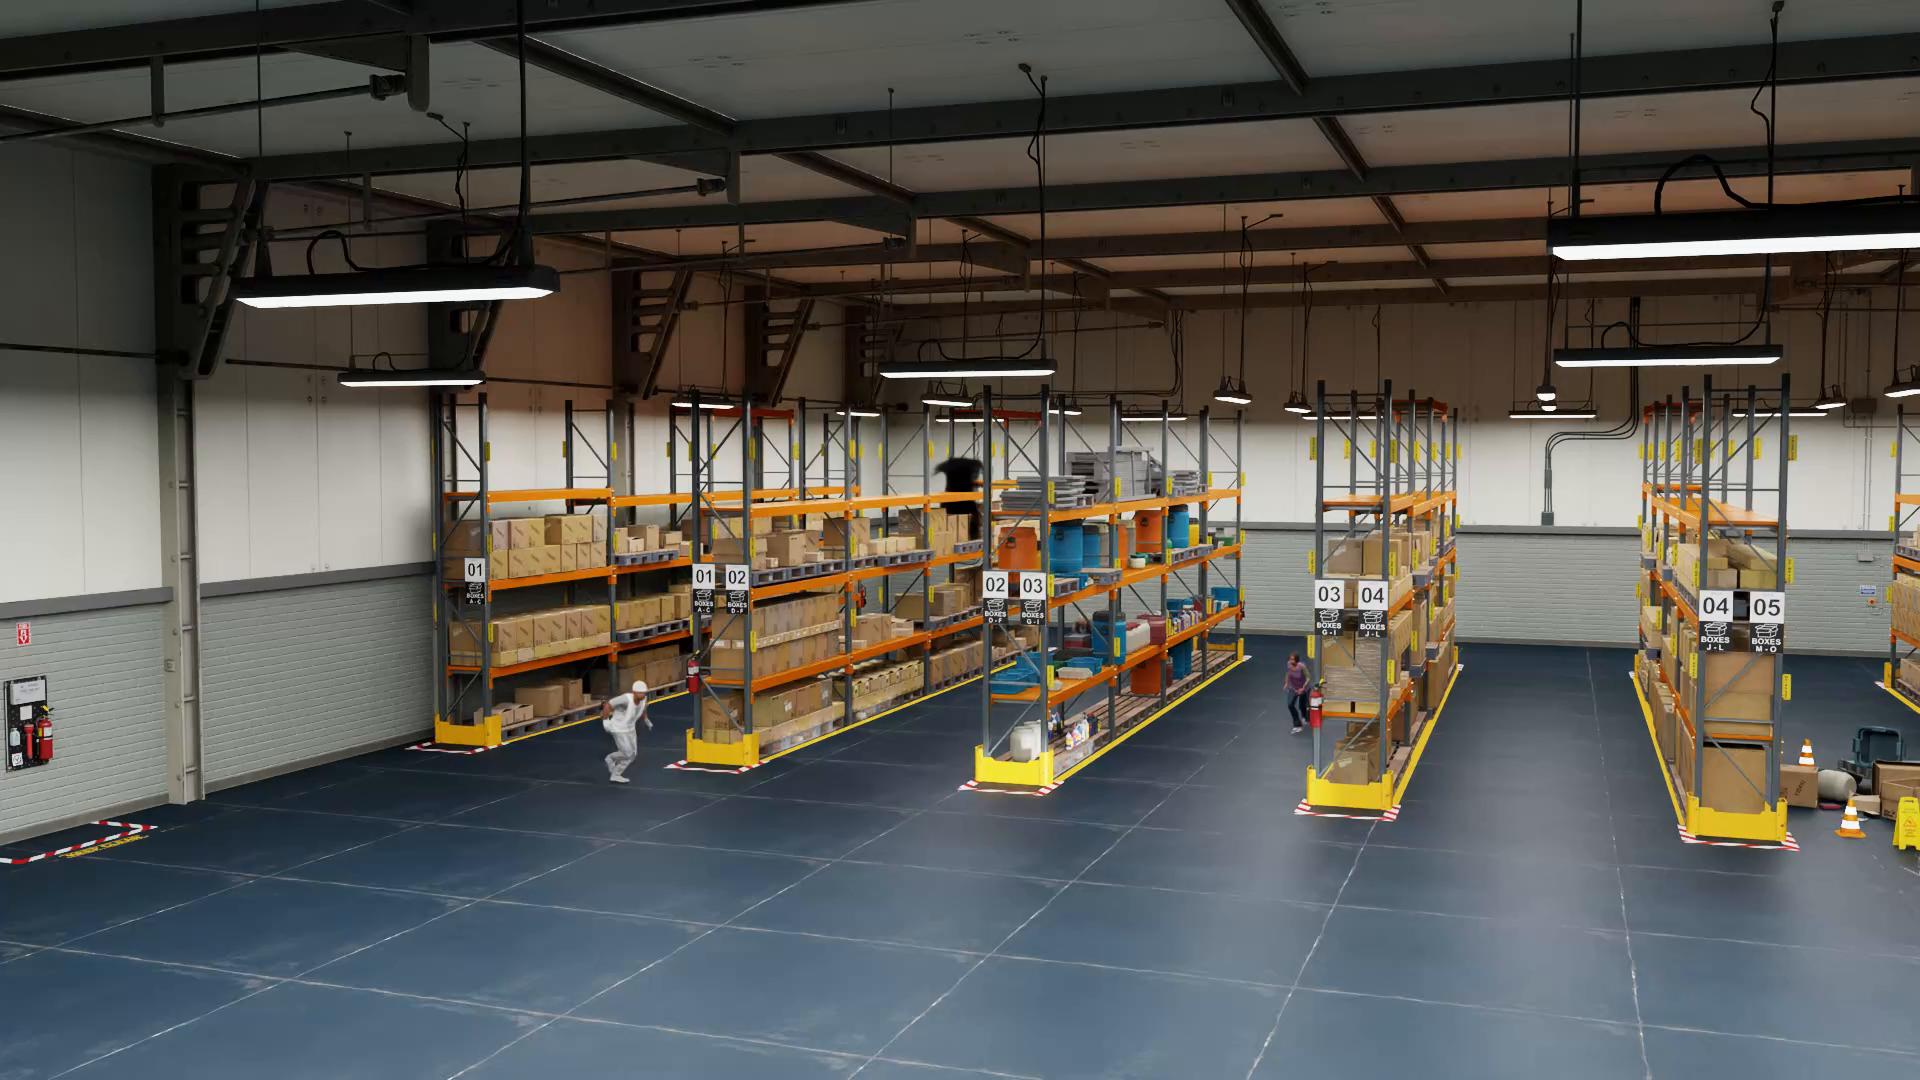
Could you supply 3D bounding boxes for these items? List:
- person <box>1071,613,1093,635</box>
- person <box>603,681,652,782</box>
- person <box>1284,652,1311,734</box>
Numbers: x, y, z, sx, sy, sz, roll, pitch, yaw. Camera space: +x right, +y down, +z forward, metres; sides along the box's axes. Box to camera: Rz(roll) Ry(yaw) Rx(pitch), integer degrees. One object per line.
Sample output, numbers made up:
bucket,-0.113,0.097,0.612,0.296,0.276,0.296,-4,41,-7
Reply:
person,2.715,2.346,35.221,0.704,1.665,0.986,1,3,22
person,-5.002,2.886,24.952,0.793,1.582,0.713,2,4,34
person,6.095,2.691,29.731,0.530,1.458,0.963,2,4,32
